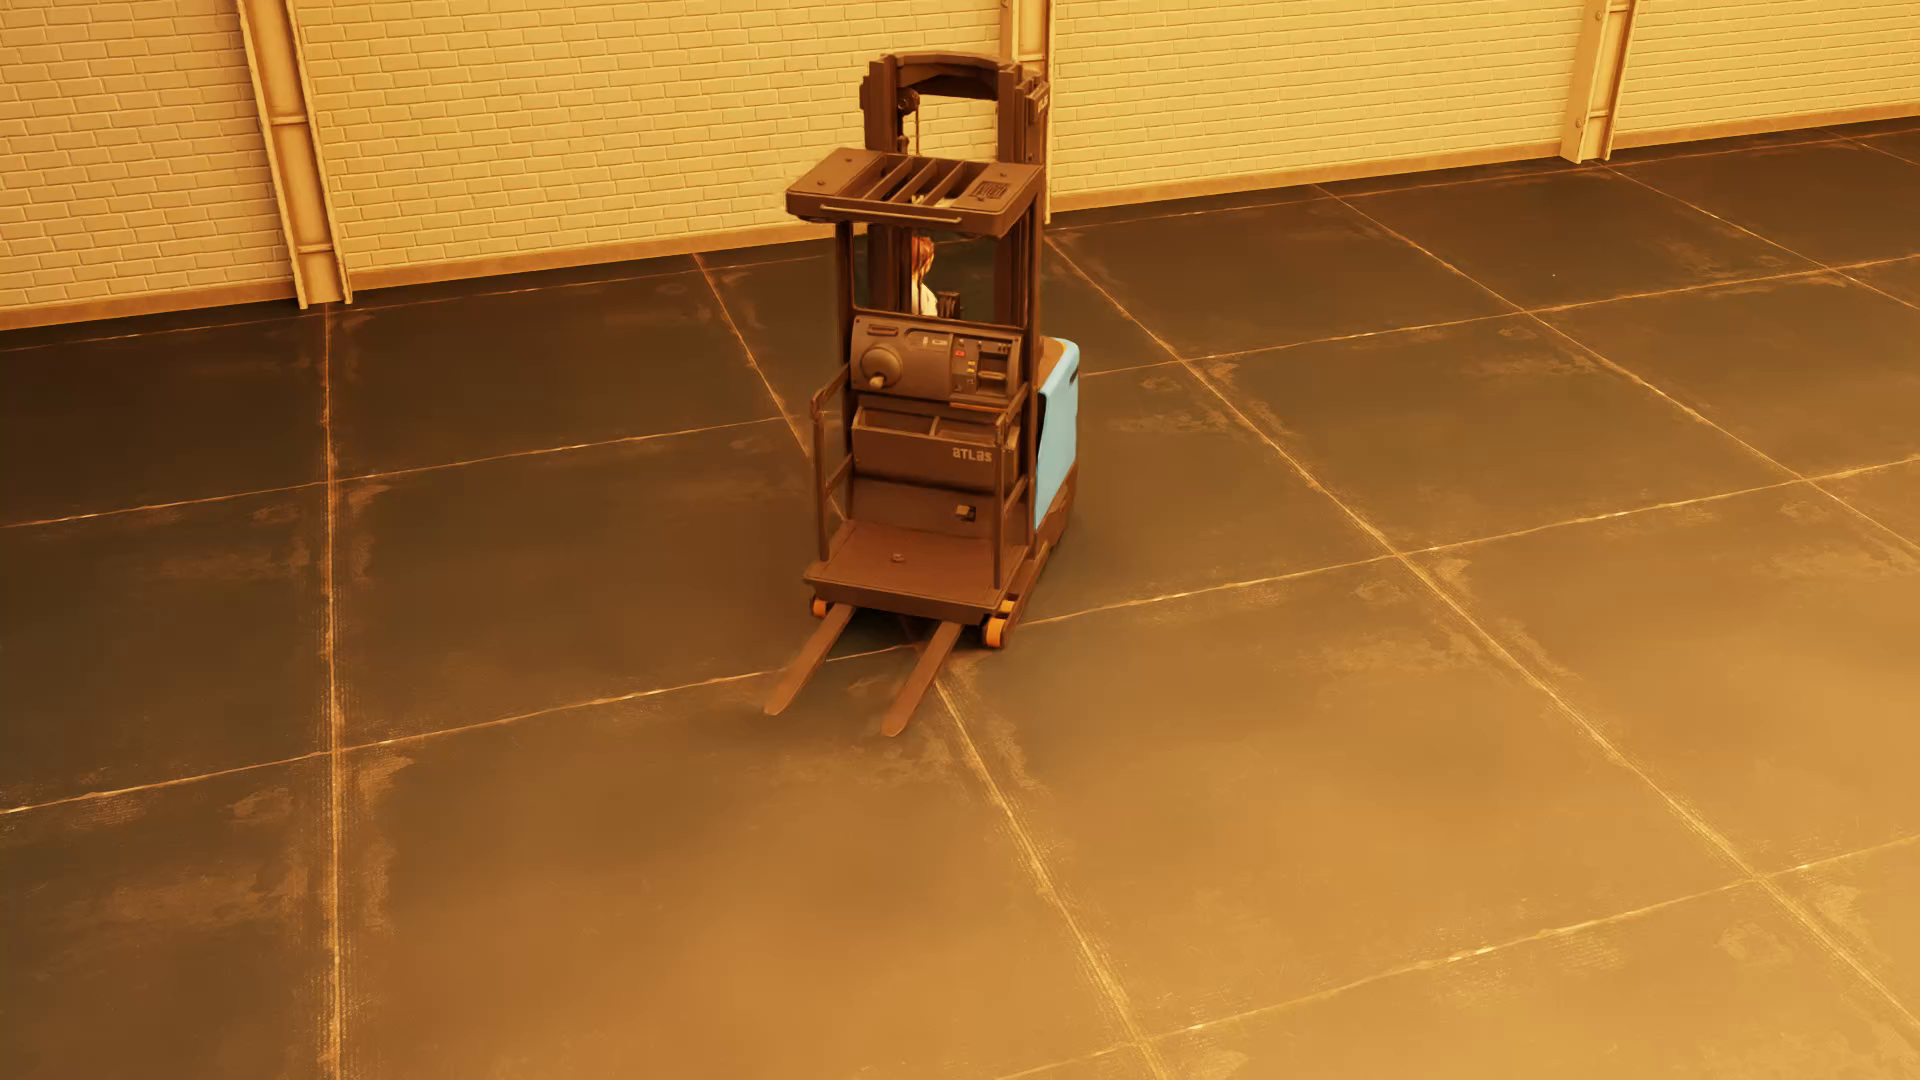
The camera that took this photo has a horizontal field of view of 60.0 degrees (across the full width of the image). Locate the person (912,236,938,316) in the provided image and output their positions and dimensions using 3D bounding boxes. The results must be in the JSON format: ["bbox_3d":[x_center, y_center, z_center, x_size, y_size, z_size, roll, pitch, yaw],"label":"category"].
[{"bbox_3d":[-0.128,-1.191,10.636,0.618,1.578,0.680,-20,36,-31],"label":"person"}]

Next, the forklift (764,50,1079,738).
[{"bbox_3d":[-0.193,-0.905,8.660,1.130,2.935,3.031,9,31,15],"label":"forklift"}]
